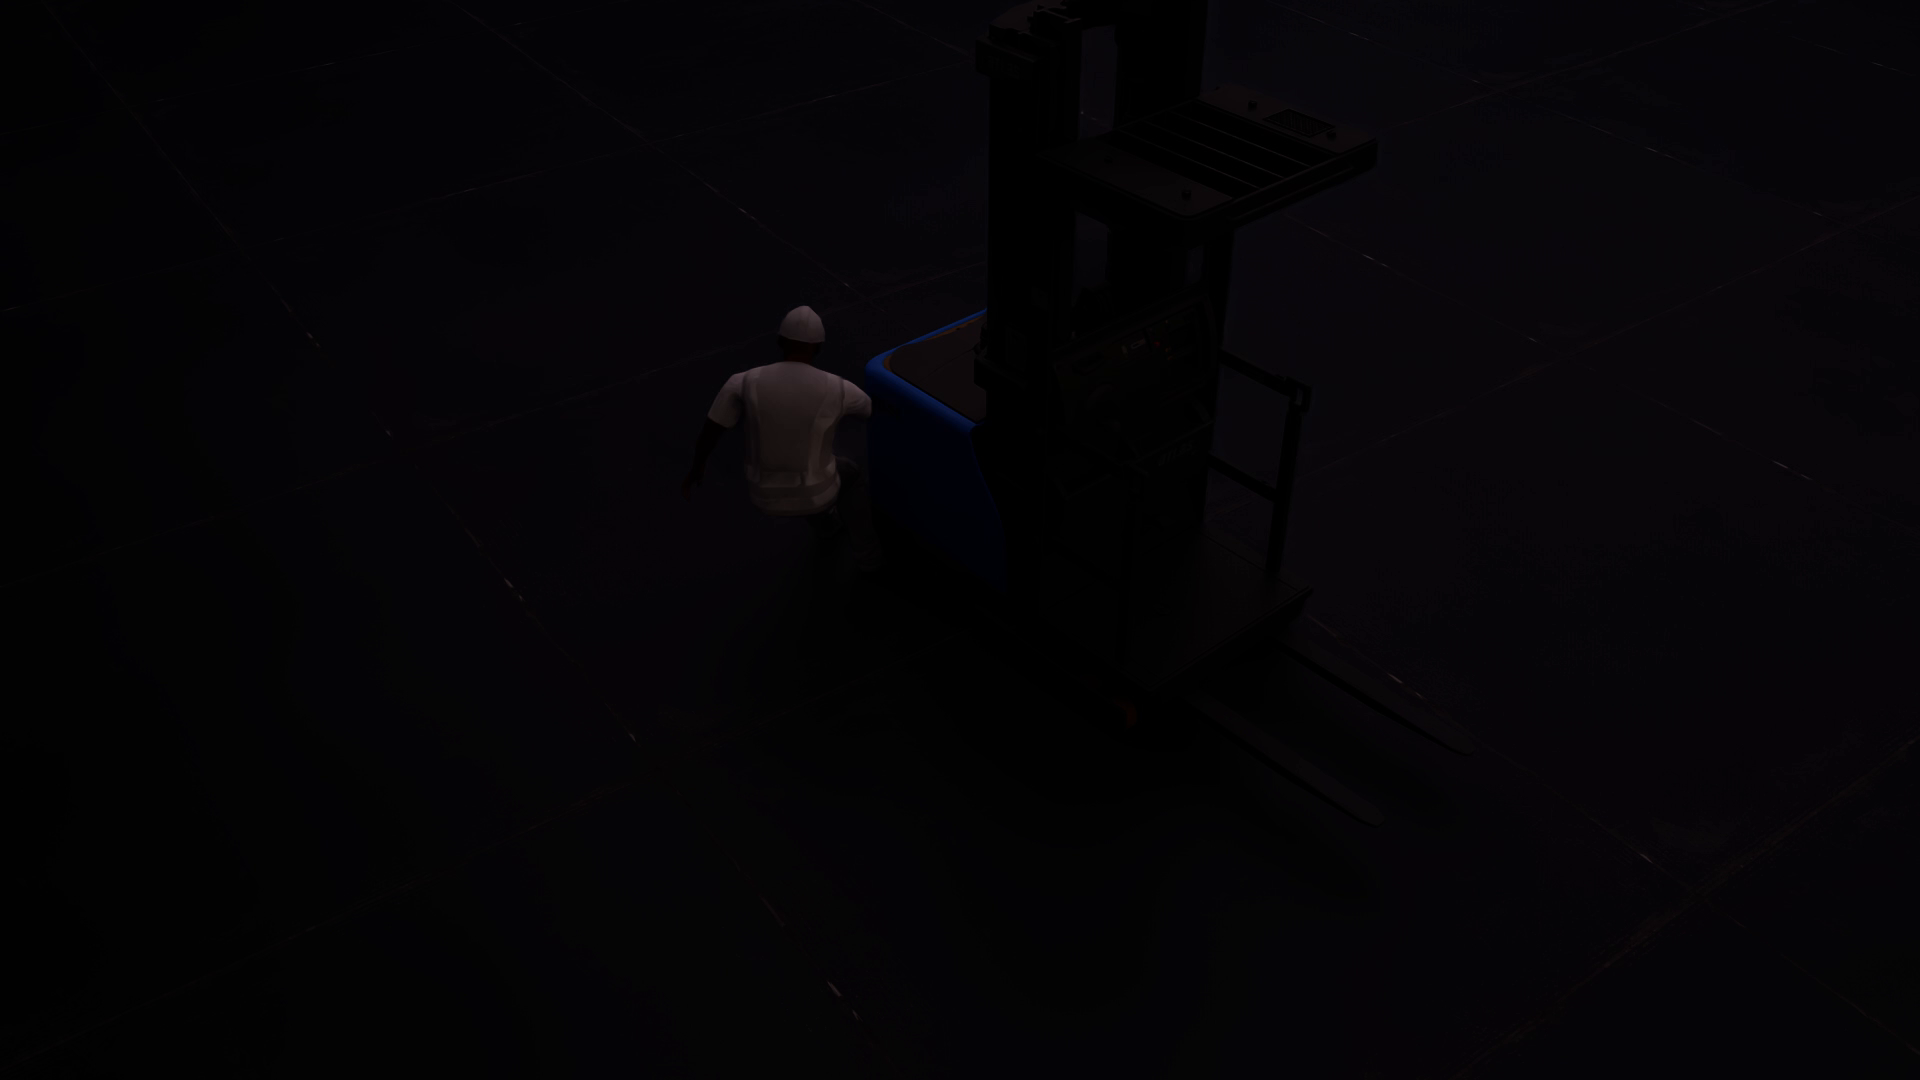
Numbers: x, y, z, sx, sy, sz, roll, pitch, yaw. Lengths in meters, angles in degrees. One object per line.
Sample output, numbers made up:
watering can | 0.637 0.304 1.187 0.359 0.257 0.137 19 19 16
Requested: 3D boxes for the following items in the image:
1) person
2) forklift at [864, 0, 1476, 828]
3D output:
person | -0.791 -0.461 7.848 0.937 1.525 0.929 2 37 2
forklift | 0.886 -0.680 6.865 1.130 2.935 3.031 -28 45 -32
